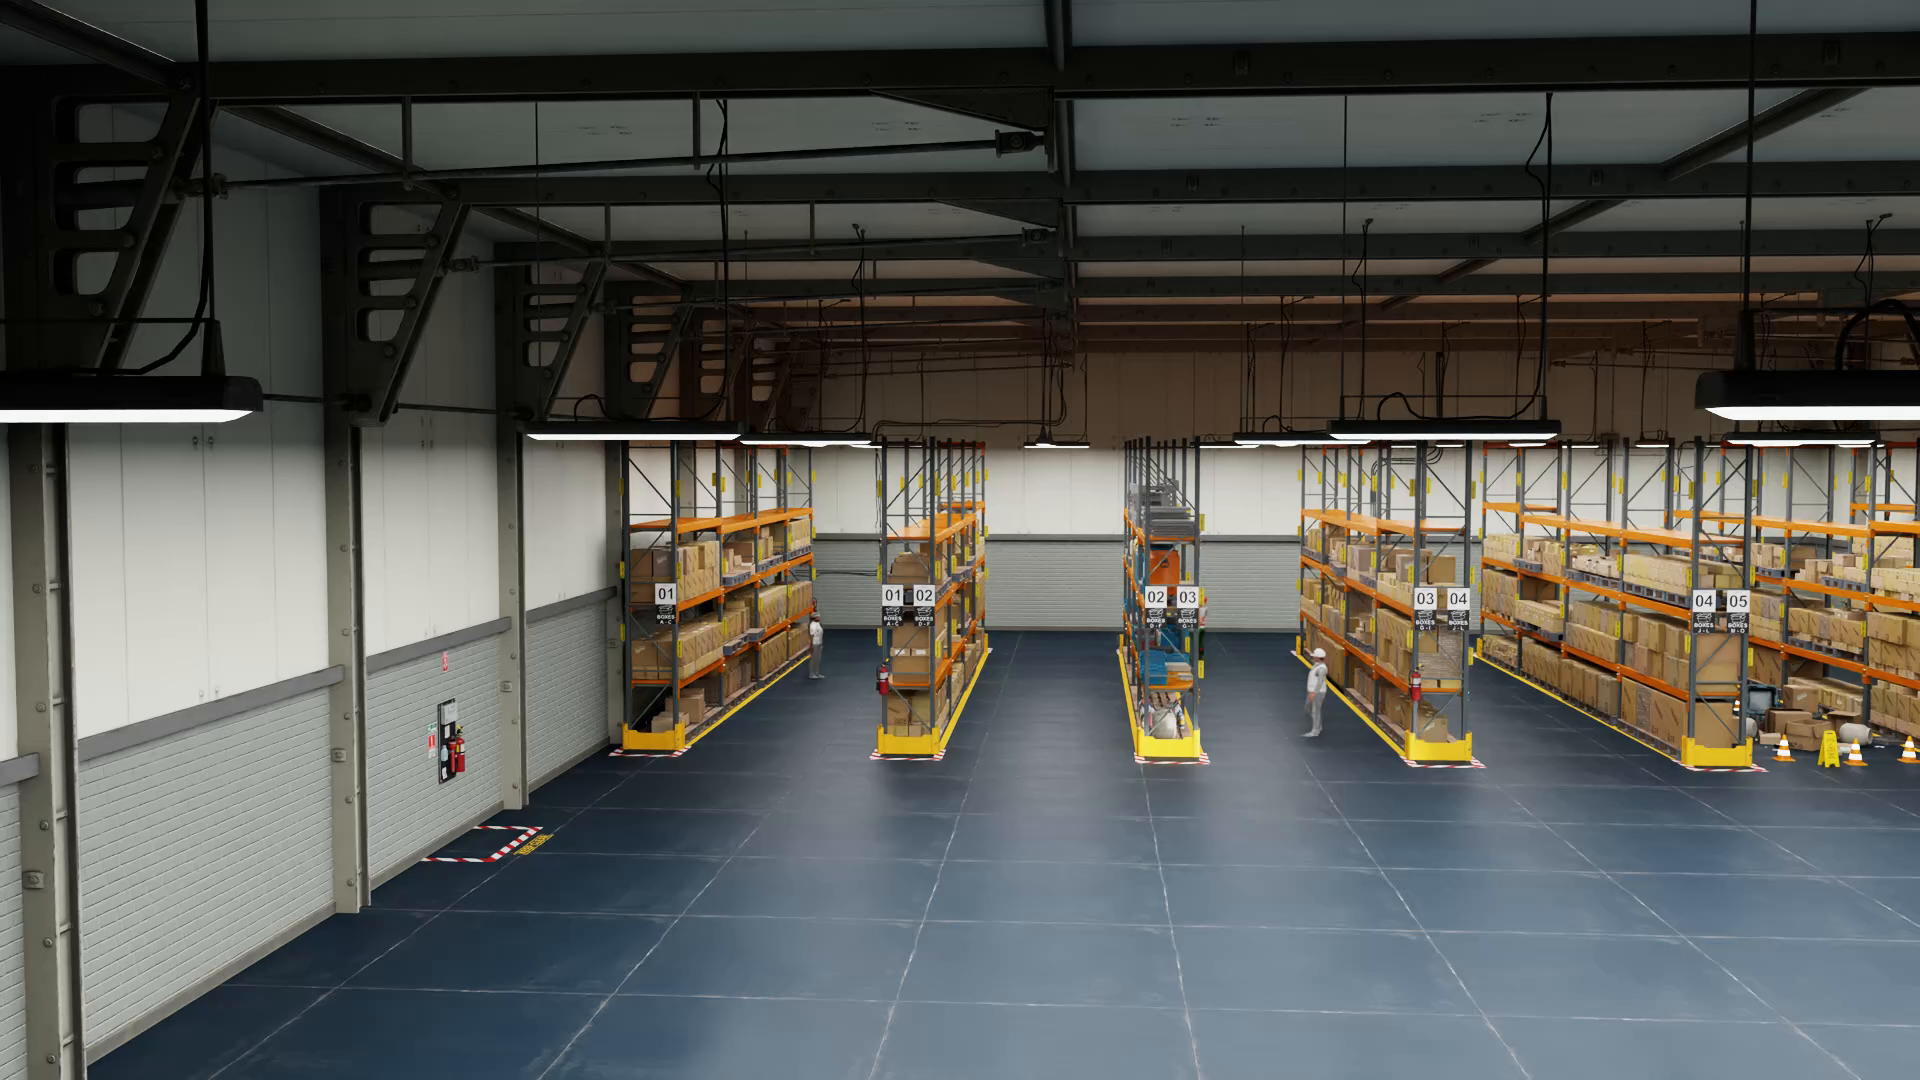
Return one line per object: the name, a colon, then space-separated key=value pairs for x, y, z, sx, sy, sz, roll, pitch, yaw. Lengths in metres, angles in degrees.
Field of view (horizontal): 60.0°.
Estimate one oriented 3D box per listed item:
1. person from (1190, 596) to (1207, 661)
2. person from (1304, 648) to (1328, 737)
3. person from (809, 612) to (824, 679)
person: x=6.482 y=2.413 z=45.240 sx=0.506 sy=1.784 sz=0.625 roll=1 pitch=3 yaw=17
person: x=7.117 y=3.068 z=33.368 sx=0.484 sy=1.803 sz=0.607 roll=0 pitch=3 yaw=-8
person: x=-3.621 y=2.642 z=41.889 sx=0.346 sy=1.696 sz=0.563 roll=1 pitch=3 yaw=16
